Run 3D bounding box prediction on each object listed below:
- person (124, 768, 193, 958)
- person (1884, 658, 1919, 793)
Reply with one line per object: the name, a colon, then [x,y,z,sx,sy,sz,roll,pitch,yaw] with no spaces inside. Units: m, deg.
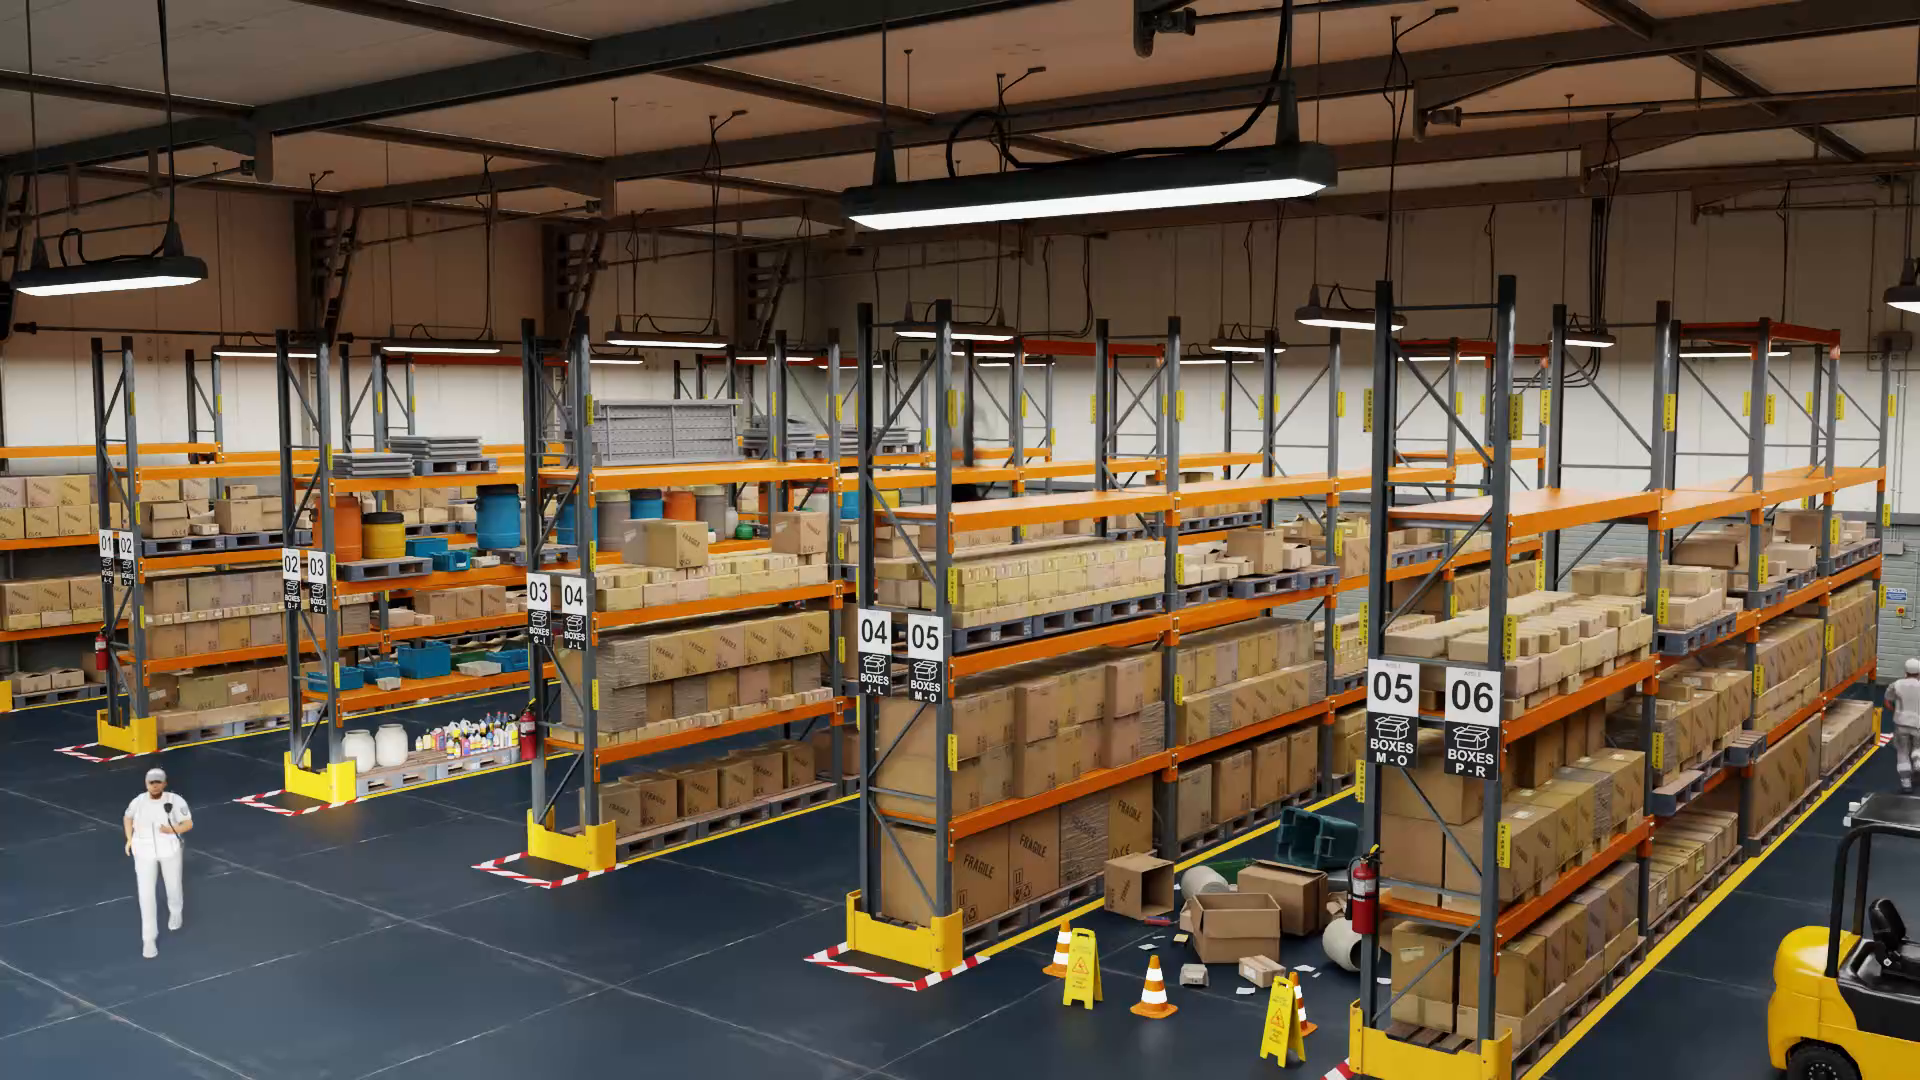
person: [-7.517,2.960,15.604,0.603,1.662,0.940,-2,5,-22]
person: [12.433,2.400,21.726,0.647,1.740,0.577,3,6,31]
